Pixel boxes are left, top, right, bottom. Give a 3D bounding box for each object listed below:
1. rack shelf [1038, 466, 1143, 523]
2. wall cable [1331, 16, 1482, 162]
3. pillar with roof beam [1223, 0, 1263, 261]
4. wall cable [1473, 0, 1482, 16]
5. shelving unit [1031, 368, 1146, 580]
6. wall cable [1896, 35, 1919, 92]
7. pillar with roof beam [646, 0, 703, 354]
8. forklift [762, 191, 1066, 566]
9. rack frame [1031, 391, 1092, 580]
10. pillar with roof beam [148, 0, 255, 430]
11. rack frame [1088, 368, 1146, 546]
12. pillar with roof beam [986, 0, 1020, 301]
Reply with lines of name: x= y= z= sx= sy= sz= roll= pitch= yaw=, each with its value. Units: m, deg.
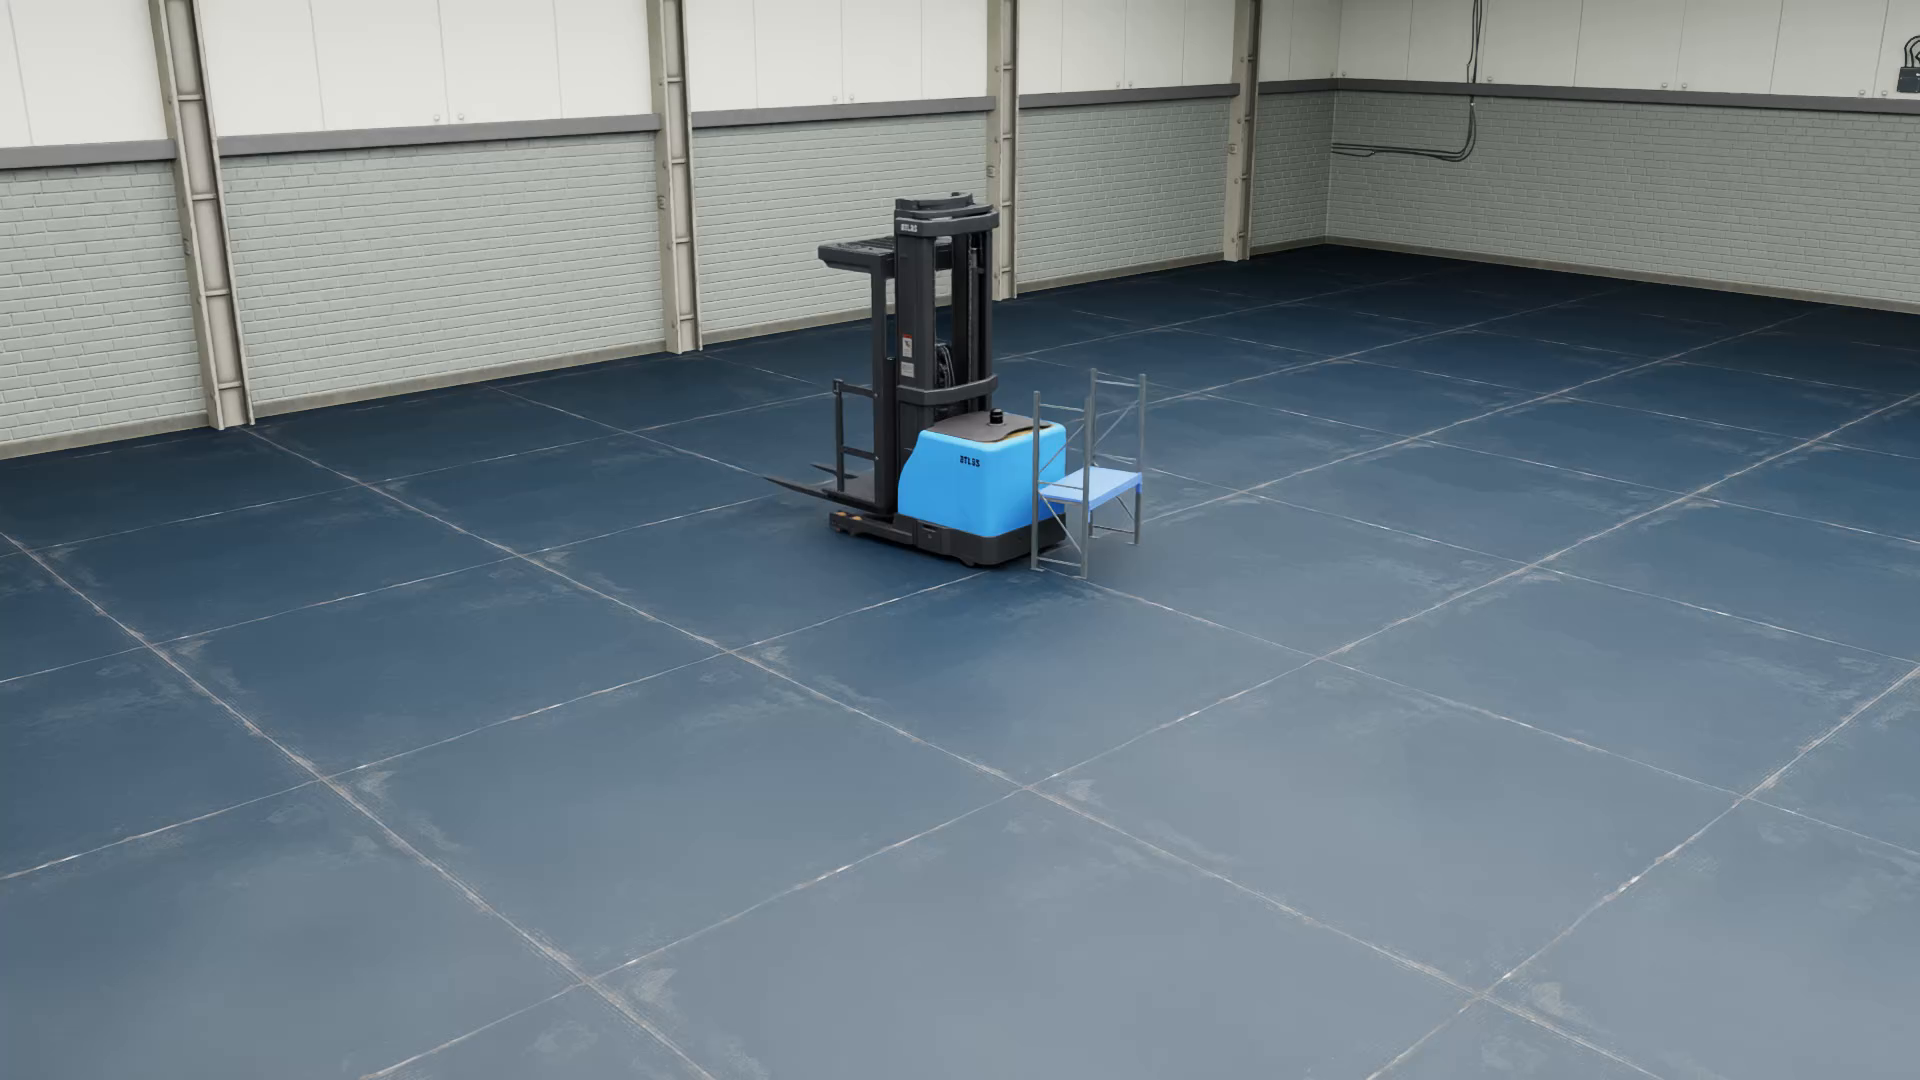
rack shelf: x=1.071 y=-0.399 z=13.866 sx=0.538 sy=0.185 sz=1.000 roll=10 pitch=21 yaw=29
wall cable: x=8.059 y=-8.225 z=30.298 sx=0.112 sy=2.526 sz=3.097 roll=-16 pitch=24 yaw=-41
pillar with roof beam: x=7.968 y=-8.410 z=25.832 sx=0.400 sy=9.000 sz=9.100 roll=-16 pitch=24 yaw=-41
wall cable: x=9.918 y=-10.022 z=27.649 sx=0.112 sy=2.526 sz=3.097 roll=-16 pitch=24 yaw=-41
shelving unit: x=1.071 y=-0.570 z=13.811 sx=0.538 sy=1.500 sz=1.048 roll=10 pitch=21 yaw=29
wall cable: x=14.570 y=-9.189 z=22.723 sx=0.169 sy=6.003 sz=2.305 roll=-16 pitch=24 yaw=-41
pillar with roof beam: x=-0.752 y=-5.867 z=17.990 sx=0.400 sy=9.000 sz=9.100 roll=-16 pitch=24 yaw=-41
forklift: x=-0.519 y=-1.542 z=14.487 sx=3.031 sy=2.935 sz=1.130 roll=16 pitch=24 yaw=40
rack frame: x=0.811 y=-0.435 z=13.395 sx=0.500 sy=1.500 sz=0.032 roll=10 pitch=21 yaw=29
pillar with roof beam: x=-5.111 y=-4.596 z=14.068 sx=0.400 sy=9.000 sz=9.100 roll=-16 pitch=24 yaw=-41
rack frame: x=1.331 y=-0.705 z=14.226 sx=0.500 sy=1.500 sz=0.032 roll=10 pitch=21 yaw=29
pillar with roof beam: x=3.608 y=-7.138 z=21.911 sx=0.400 sy=9.000 sz=9.100 roll=-16 pitch=24 yaw=-41
